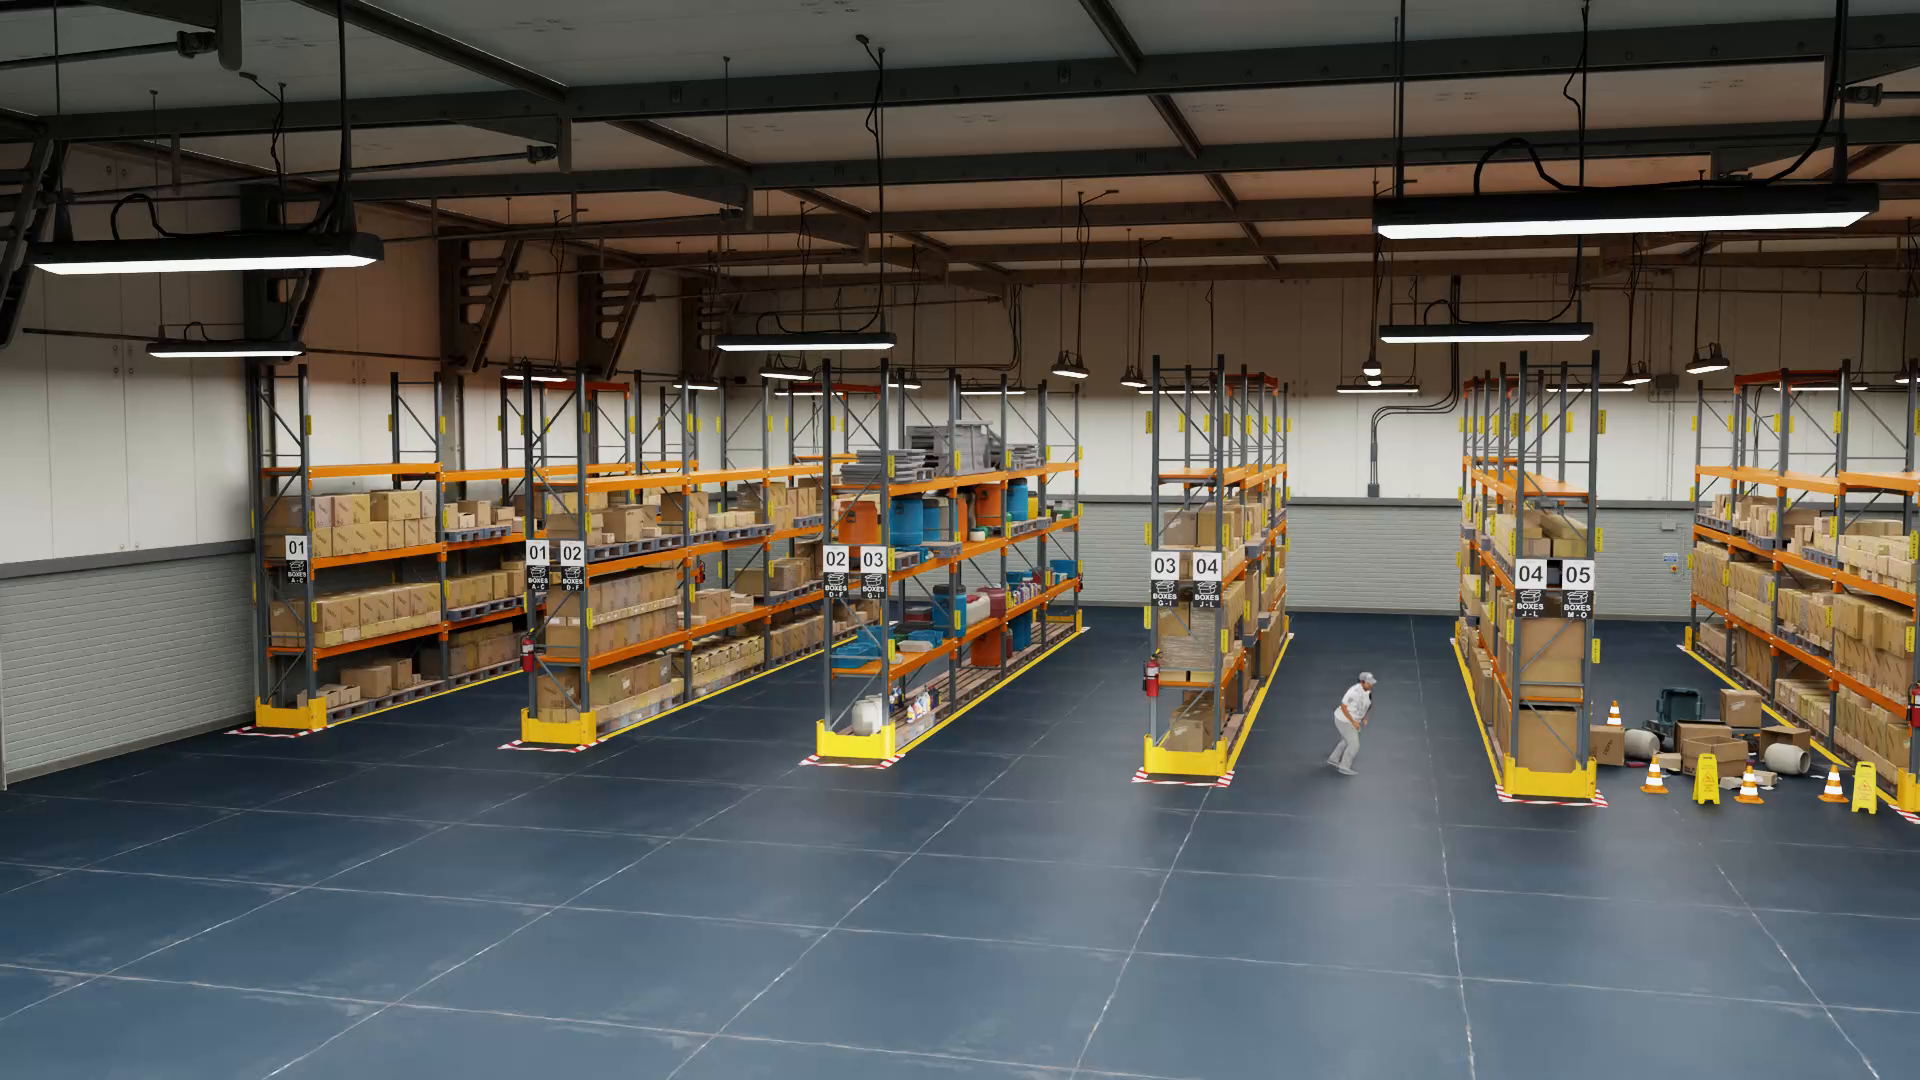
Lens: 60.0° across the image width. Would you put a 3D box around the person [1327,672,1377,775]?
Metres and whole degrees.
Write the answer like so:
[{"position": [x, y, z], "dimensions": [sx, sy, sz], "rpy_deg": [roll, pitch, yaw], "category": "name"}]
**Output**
[{"position": [5.618, 2.610, 23.876], "dimensions": [0.888, 1.529, 0.659], "rpy_deg": [3, 5, 38], "category": "person"}]
